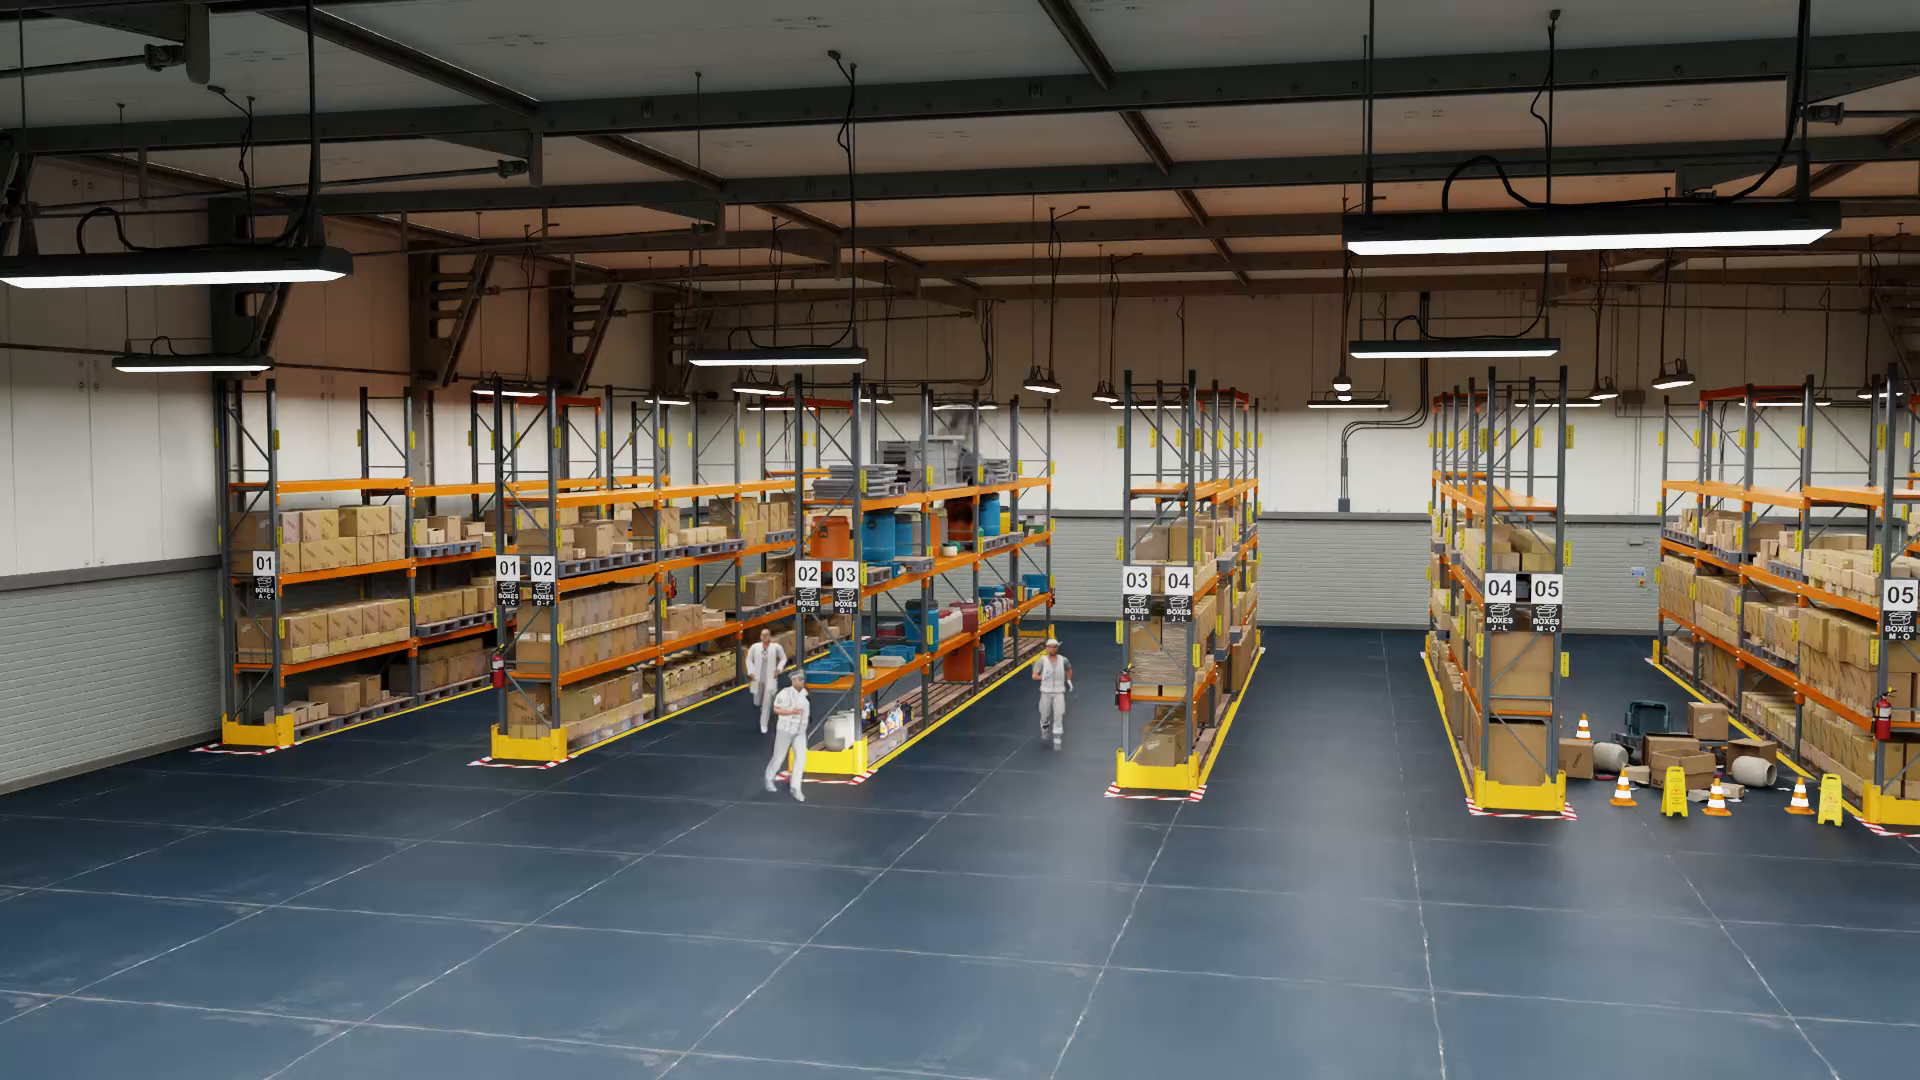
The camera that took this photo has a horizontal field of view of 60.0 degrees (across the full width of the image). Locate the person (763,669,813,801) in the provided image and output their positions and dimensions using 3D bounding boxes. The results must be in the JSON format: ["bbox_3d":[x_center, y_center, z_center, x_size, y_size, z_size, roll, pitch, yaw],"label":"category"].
[{"bbox_3d":[-2.355,2.715,23.474,0.667,1.812,0.875,-2,4,-36],"label":"person"}]

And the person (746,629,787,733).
[{"bbox_3d":[-3.376,2.421,28.917,0.714,1.750,0.918,0,3,5],"label":"person"}]

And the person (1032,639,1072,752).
[{"bbox_3d":[1.496,2.474,26.893,0.666,1.763,0.985,0,3,-2],"label":"person"}]
